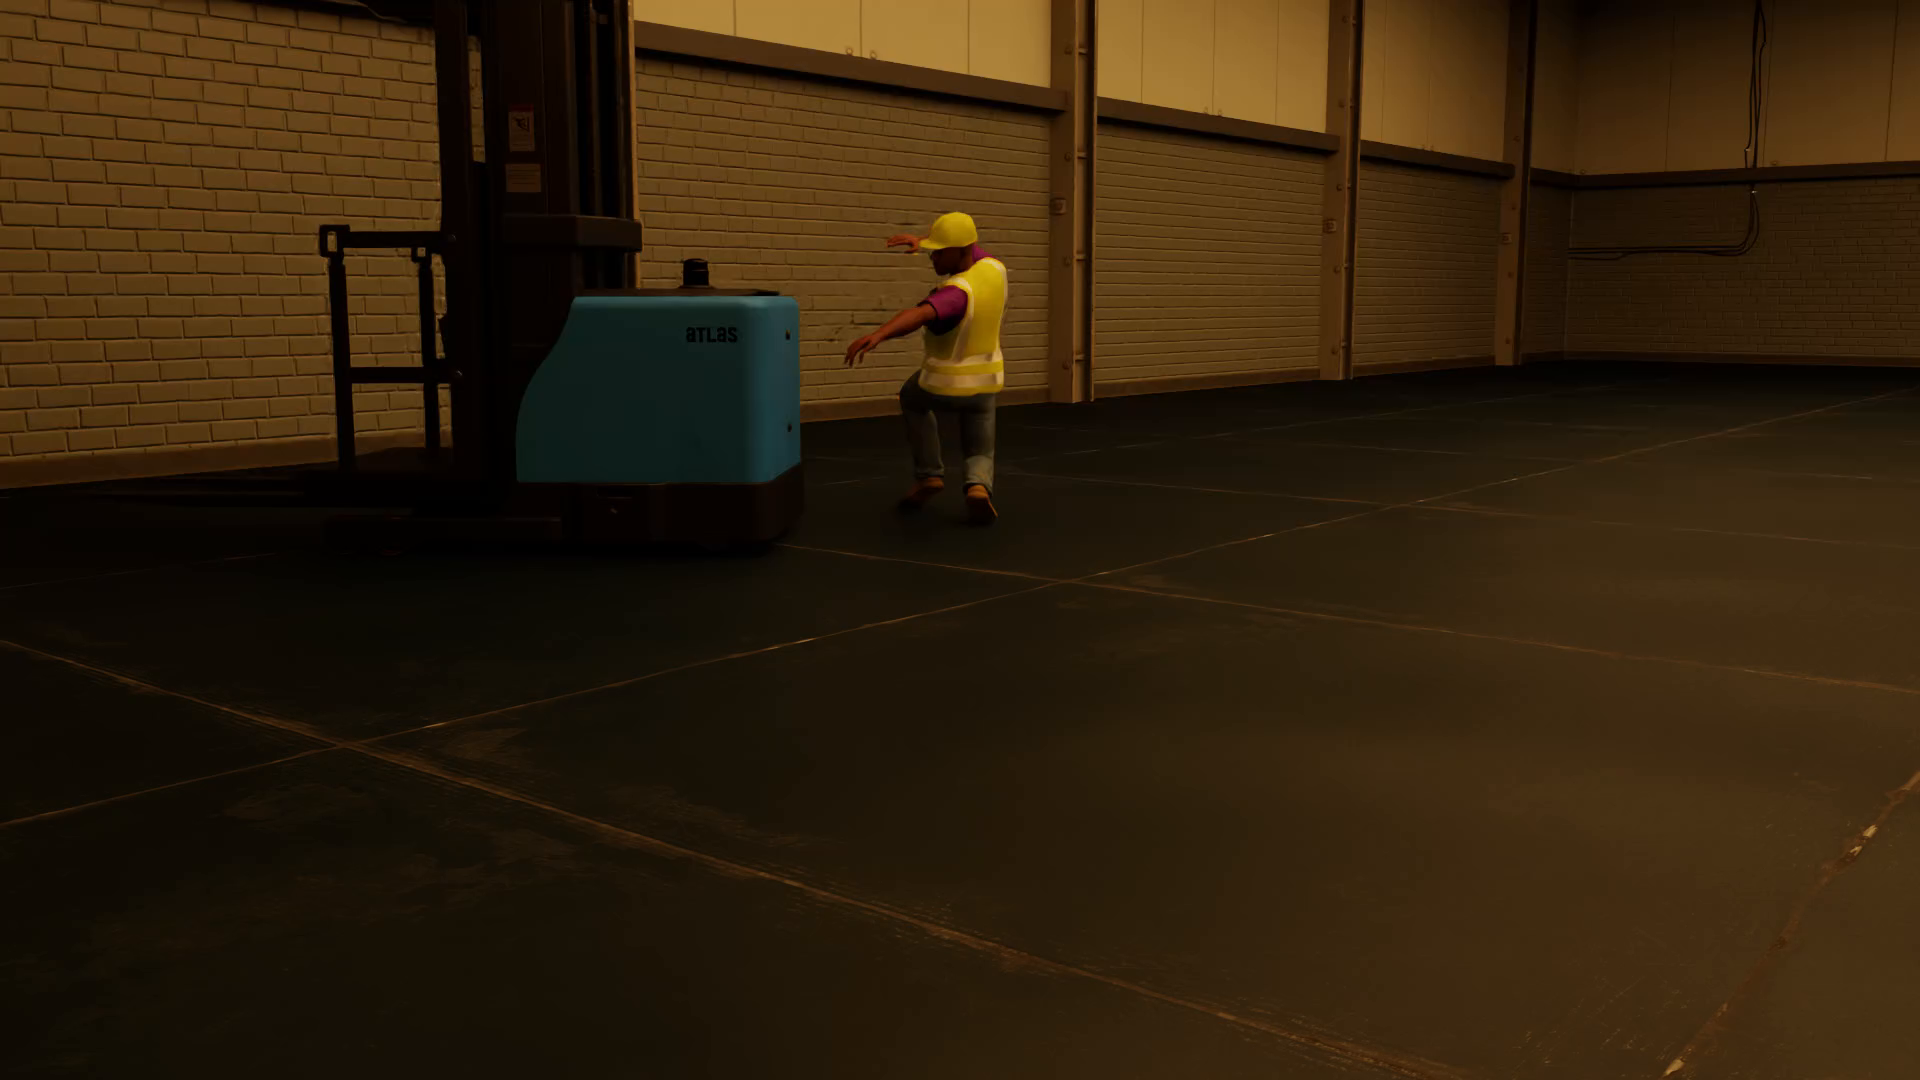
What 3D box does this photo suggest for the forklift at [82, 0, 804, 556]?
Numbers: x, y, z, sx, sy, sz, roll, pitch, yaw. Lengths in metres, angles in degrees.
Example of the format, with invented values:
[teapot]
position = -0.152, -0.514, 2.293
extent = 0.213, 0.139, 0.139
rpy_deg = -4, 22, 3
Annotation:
[forklift]
position = -2.265, -1.459, 7.254
extent = 3.031, 2.935, 1.130
rpy_deg = 0, 8, 3

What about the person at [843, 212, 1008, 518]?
[person]
position = -0.263, -0.833, 8.036
extent = 1.002, 1.471, 0.965
rpy_deg = -5, 9, -28
